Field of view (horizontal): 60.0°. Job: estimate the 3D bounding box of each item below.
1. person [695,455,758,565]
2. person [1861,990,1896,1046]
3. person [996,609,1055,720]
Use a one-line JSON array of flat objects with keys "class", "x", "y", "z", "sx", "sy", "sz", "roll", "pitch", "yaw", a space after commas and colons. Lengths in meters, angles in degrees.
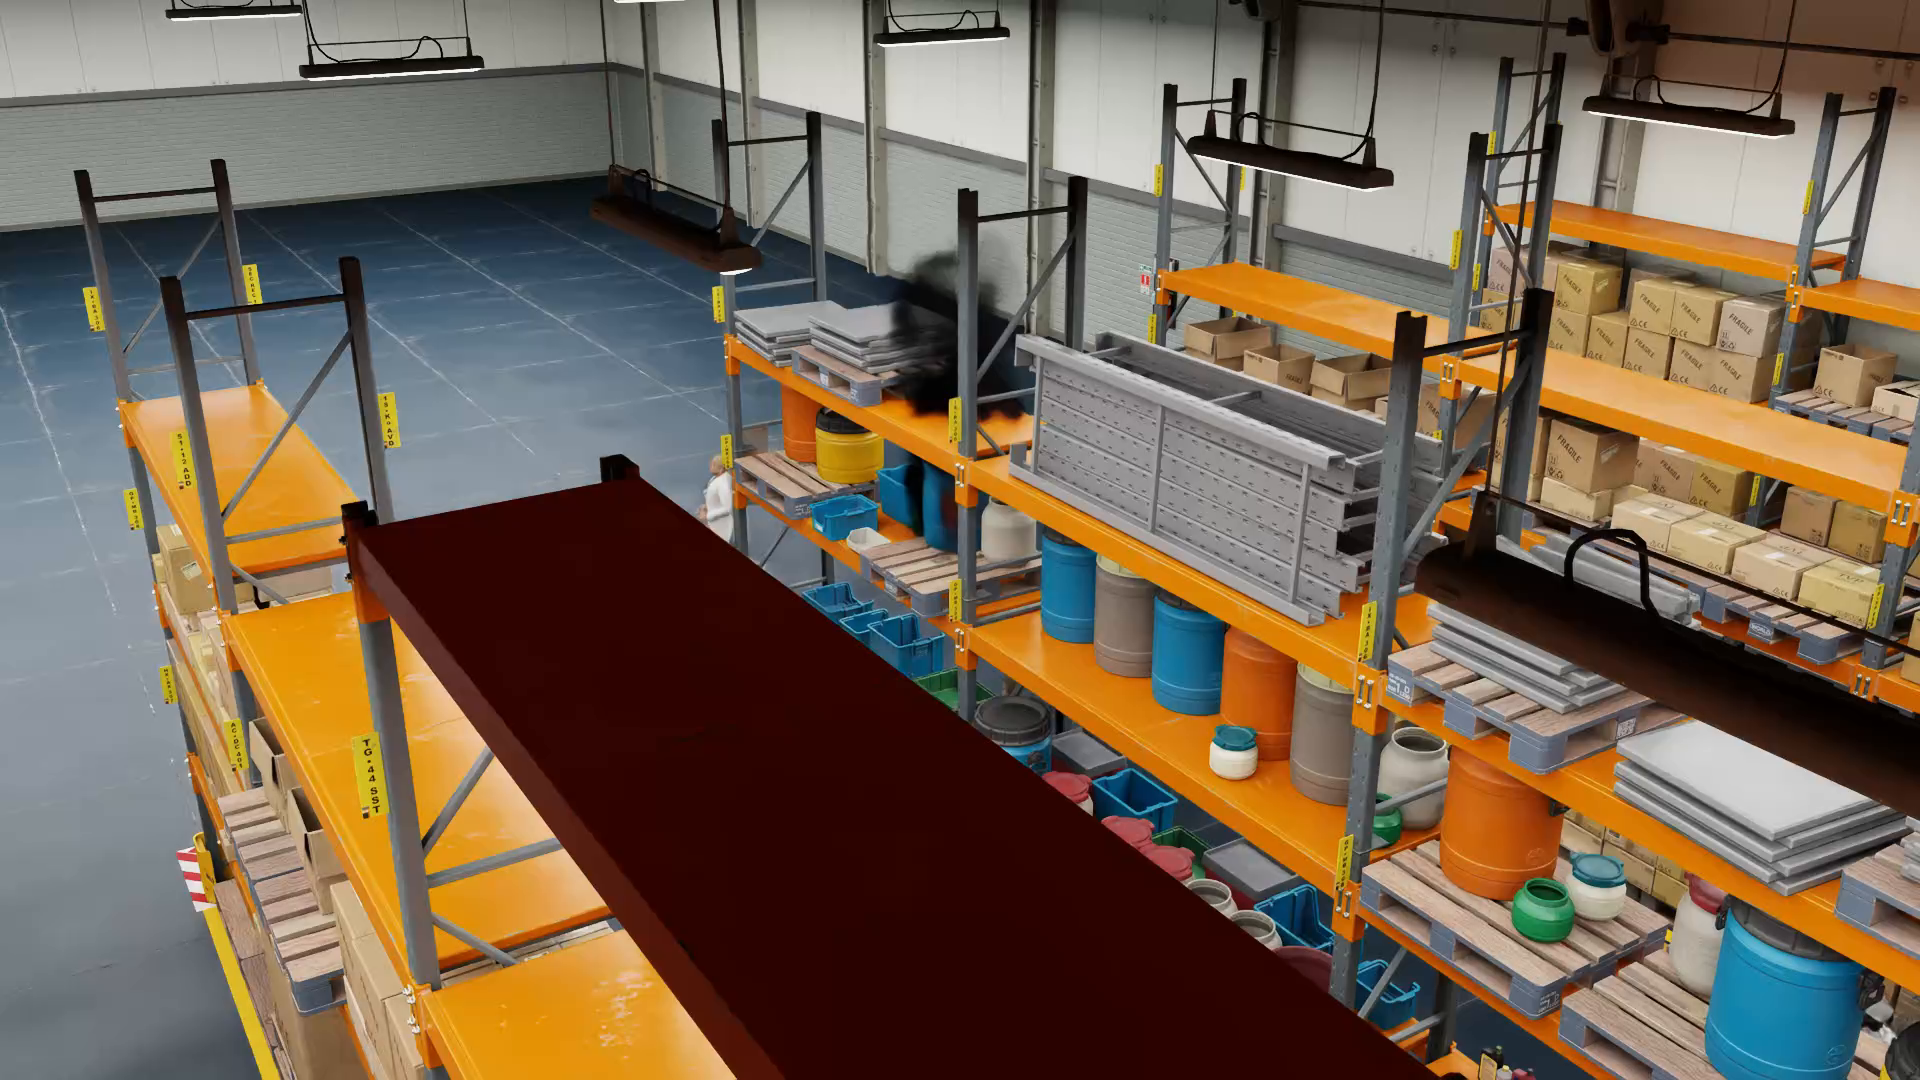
[{"class": "person", "x": -2.779, "y": -0.181, "z": 19.516, "sx": 0.753, "sy": 1.730, "sz": 0.712, "roll": -3, "pitch": 22, "yaw": -7}, {"class": "person", "x": 5.496, "y": 3.474, "z": 10.457, "sx": 0.586, "sy": 1.666, "sz": 0.641, "roll": -18, "pitch": 28, "yaw": -38}, {"class": "person", "x": 0.641, "y": 0.903, "z": 16.026, "sx": 0.664, "sy": 1.731, "sz": 0.882, "roll": -18, "pitch": 28, "yaw": -37}]
